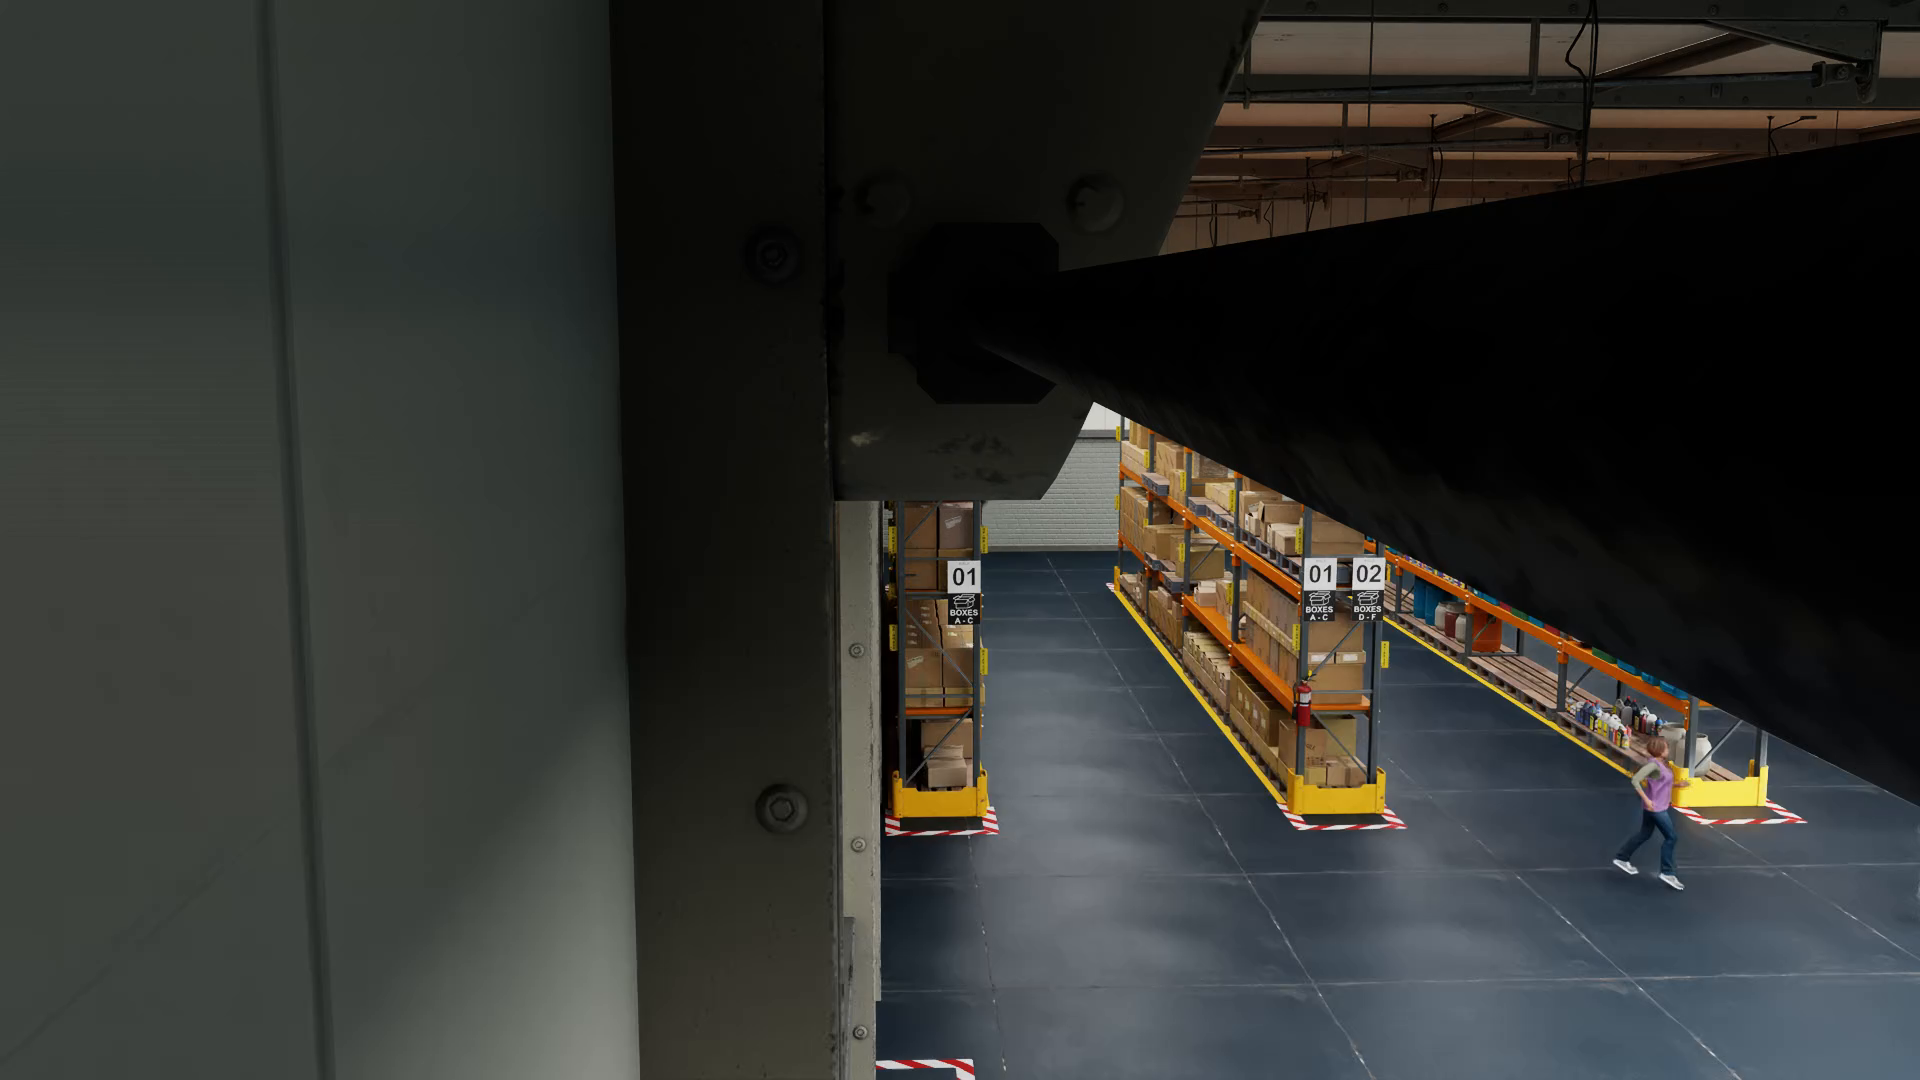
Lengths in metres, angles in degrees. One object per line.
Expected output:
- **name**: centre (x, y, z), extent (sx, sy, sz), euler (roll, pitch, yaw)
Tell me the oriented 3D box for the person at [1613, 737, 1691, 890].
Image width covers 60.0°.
- **person**: centre (7.529, 2.942, 18.079), extent (0.740, 1.633, 0.515), euler (4, 9, 23)
